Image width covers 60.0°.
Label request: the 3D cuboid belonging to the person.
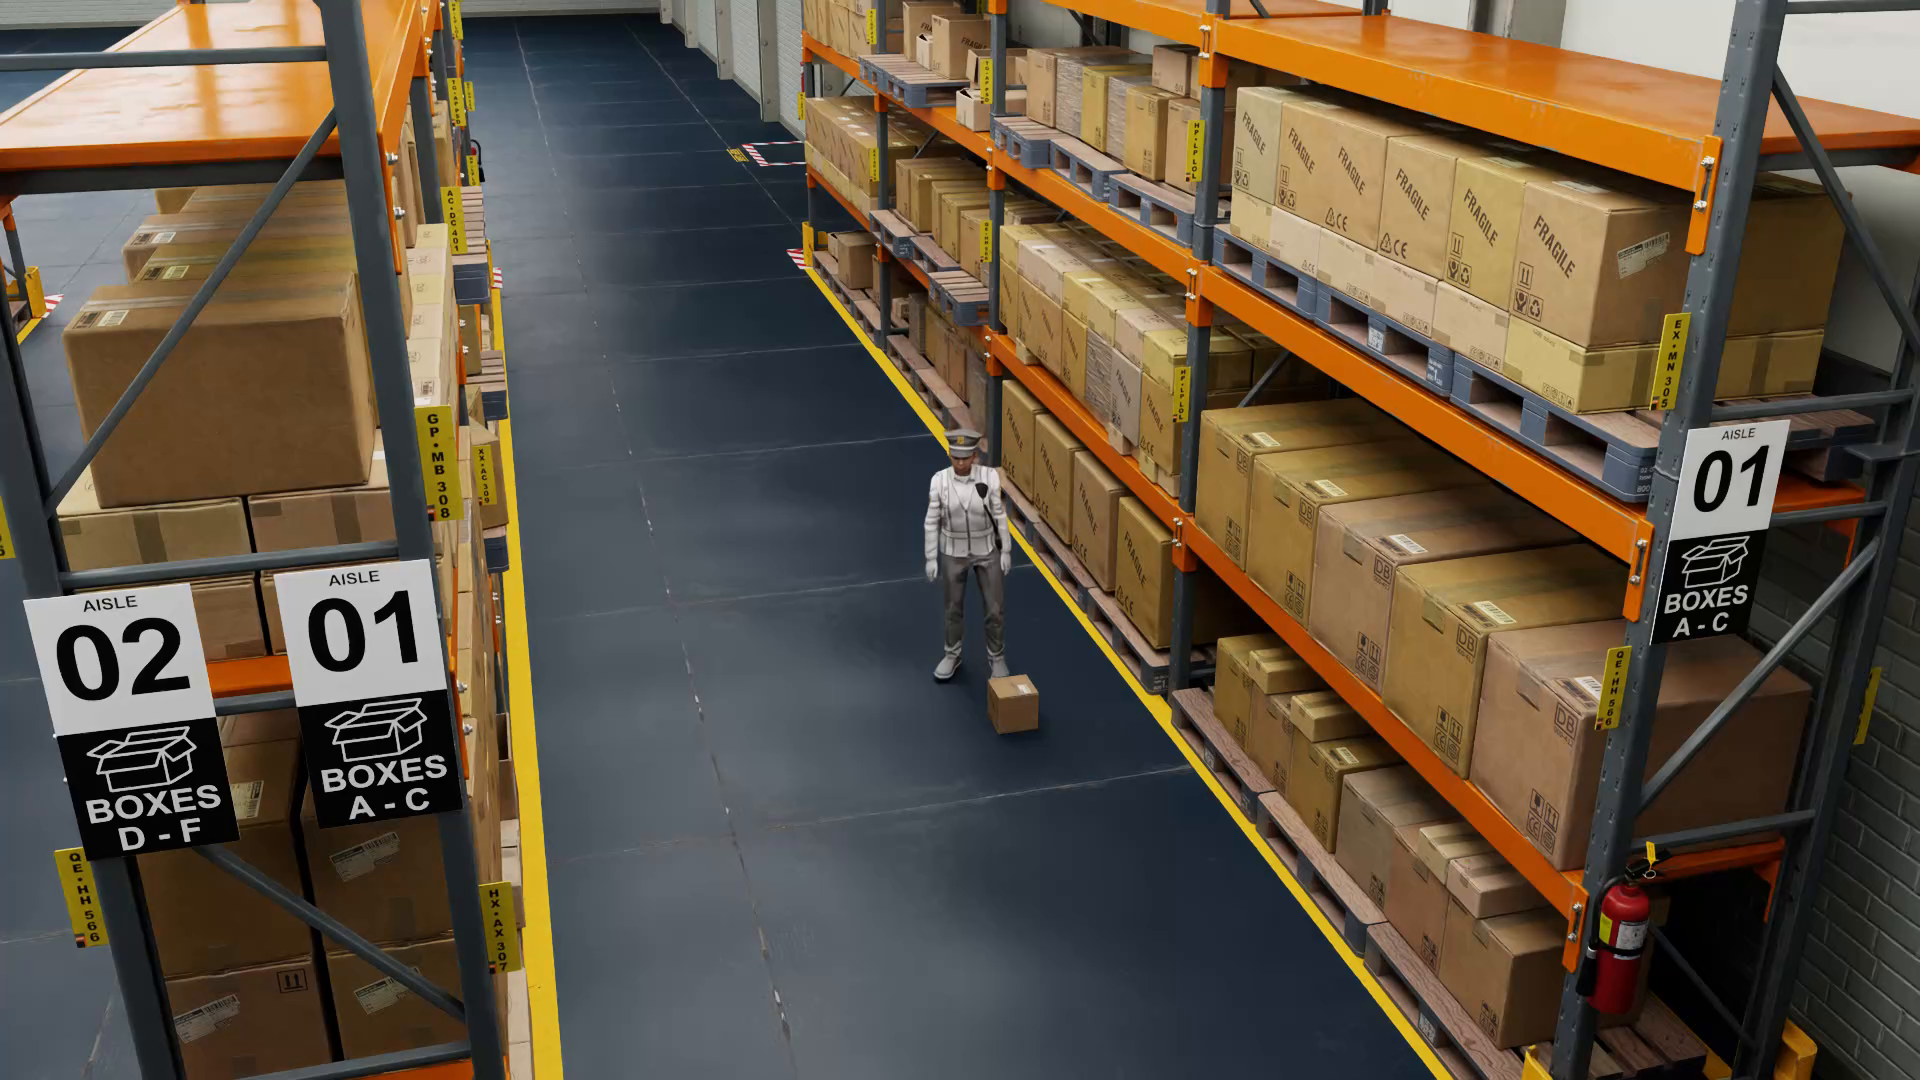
[{"bbox_3d":[0.050,0.093,10.345,0.543,1.673,0.364,0,23,-1],"label":"person"}]
